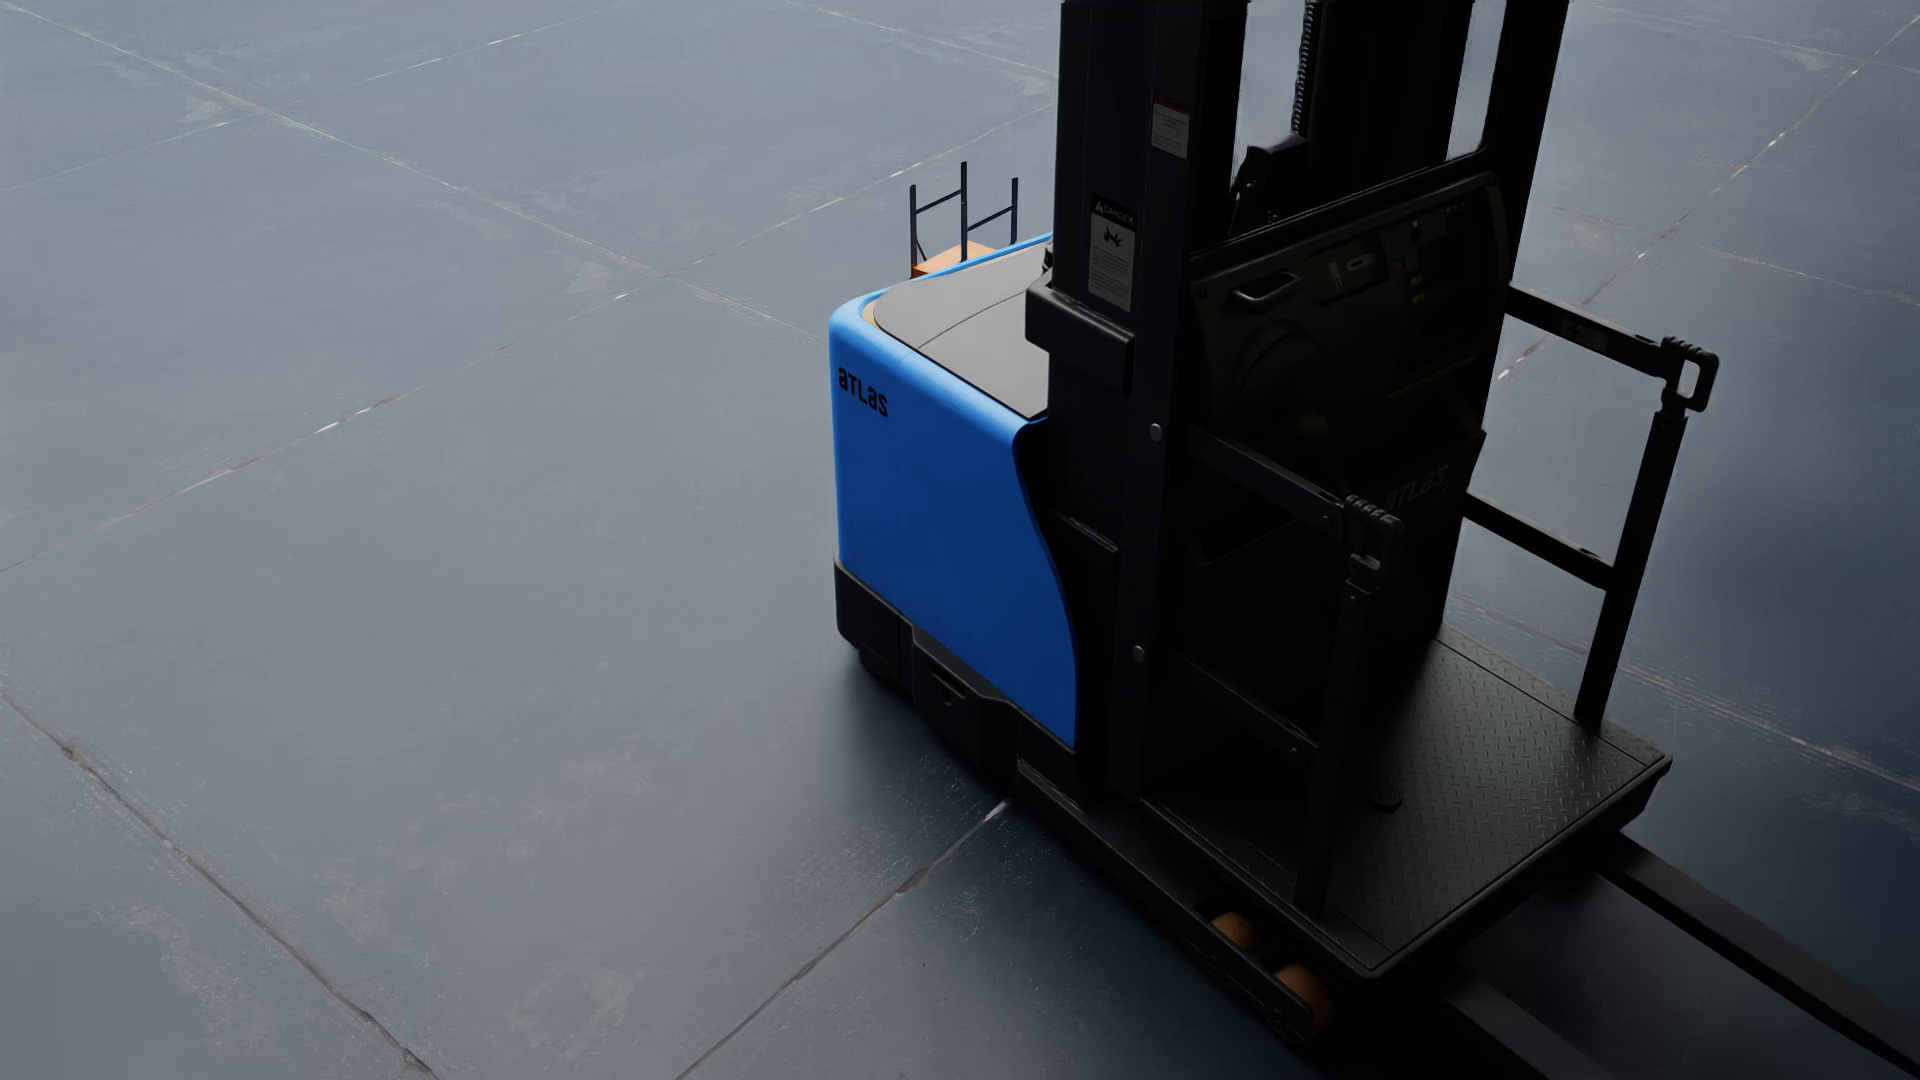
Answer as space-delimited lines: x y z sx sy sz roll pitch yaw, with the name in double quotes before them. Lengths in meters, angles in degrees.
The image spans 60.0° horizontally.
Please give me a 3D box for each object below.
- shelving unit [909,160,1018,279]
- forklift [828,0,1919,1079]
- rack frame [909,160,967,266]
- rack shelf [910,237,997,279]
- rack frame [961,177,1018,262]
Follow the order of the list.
"shelving unit" 0.011 -0.489 4.903 0.189 1.200 0.258 25 42 32
"forklift" 0.953 -0.430 3.286 1.130 2.935 3.031 -24 41 -31
"rack frame" -0.059 -0.522 4.951 0.006 1.200 0.240 25 42 32
"rack shelf" 0.011 -0.749 4.724 0.180 0.103 0.258 25 42 32
"rack frame" 0.081 -0.456 4.854 0.006 1.200 0.240 25 42 32
